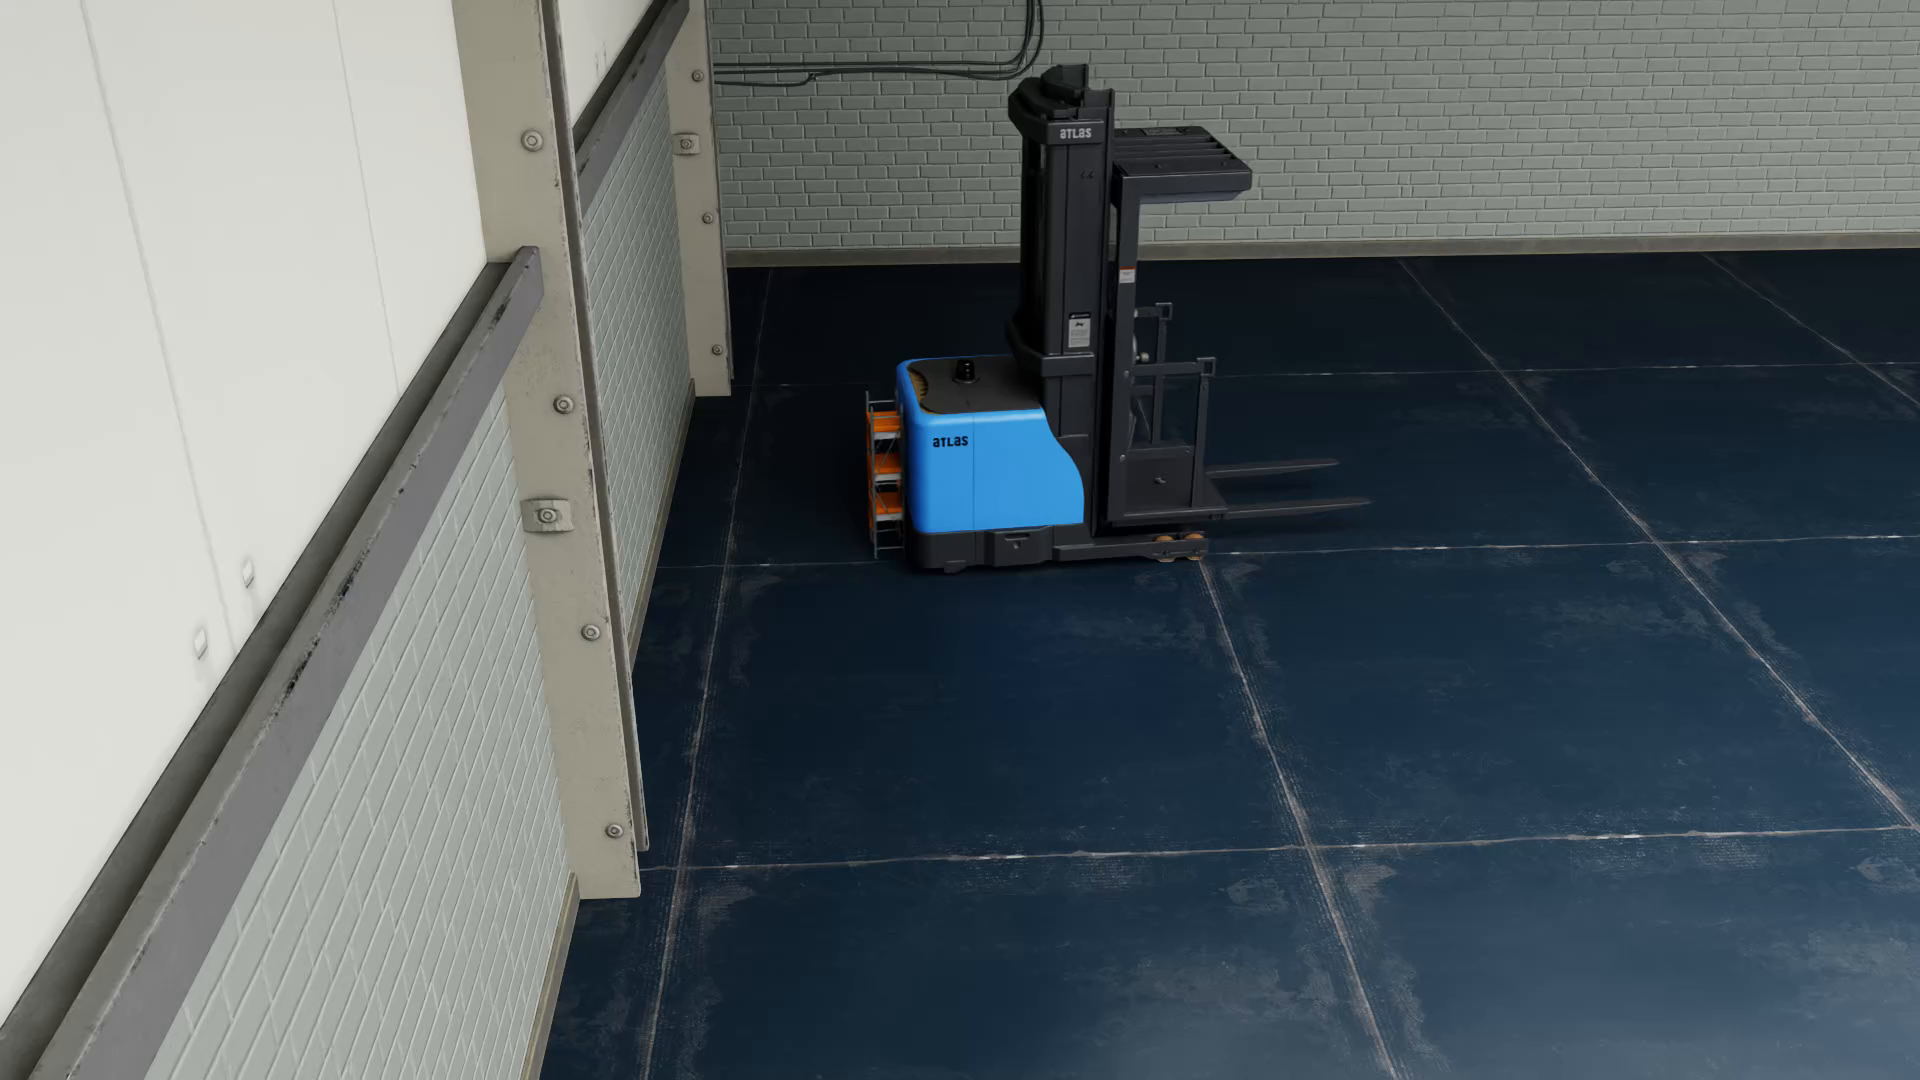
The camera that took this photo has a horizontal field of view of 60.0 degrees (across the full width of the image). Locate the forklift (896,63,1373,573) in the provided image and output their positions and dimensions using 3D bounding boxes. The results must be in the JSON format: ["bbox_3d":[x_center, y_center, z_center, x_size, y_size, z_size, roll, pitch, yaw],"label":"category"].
[{"bbox_3d":[1.137,-1.395,10.318,3.031,2.935,1.130,-4,28,-8],"label":"forklift"}]

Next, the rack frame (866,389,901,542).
[{"bbox_3d":[-0.486,-0.463,10.564,0.200,1.050,0.008,-4,28,-8],"label":"rack frame"}]

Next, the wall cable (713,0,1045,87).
[{"bbox_3d":[-0.787,-5.220,14.448,3.097,2.526,0.112,-1,28,-3],"label":"wall cable"}]

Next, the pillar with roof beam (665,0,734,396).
[{"bbox_3d":[2.345,-5.309,11.259,9.100,9.000,0.400,-1,28,-3],"label":"pillar with roof beam"}]

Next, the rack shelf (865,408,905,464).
[{"bbox_3d":[-0.466,-0.649,10.331,0.215,0.259,0.240,-4,28,-8],"label":"rack shelf"}]

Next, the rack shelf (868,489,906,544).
[{"bbox_3d":[-0.466,-0.151,10.591,0.215,0.259,0.240,-4,28,-8],"label":"rack shelf"}]

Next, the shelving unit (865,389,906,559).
[{"bbox_3d":[-0.466,-0.407,10.457,0.215,1.050,0.252,-4,28,-8],"label":"shelving unit"}]

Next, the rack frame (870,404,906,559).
[{"bbox_3d":[-0.446,-0.351,10.351,0.200,1.050,0.008,-4,28,-8],"label":"rack frame"}]

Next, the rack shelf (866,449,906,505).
[{"bbox_3d":[-0.466,-0.398,10.462,0.215,0.259,0.240,-4,28,-8],"label":"rack shelf"}]

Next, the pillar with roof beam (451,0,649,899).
[{"bbox_3d":[2.658,-2.538,5.947,9.100,9.000,0.400,-1,28,-3],"label":"pillar with roof beam"}]
